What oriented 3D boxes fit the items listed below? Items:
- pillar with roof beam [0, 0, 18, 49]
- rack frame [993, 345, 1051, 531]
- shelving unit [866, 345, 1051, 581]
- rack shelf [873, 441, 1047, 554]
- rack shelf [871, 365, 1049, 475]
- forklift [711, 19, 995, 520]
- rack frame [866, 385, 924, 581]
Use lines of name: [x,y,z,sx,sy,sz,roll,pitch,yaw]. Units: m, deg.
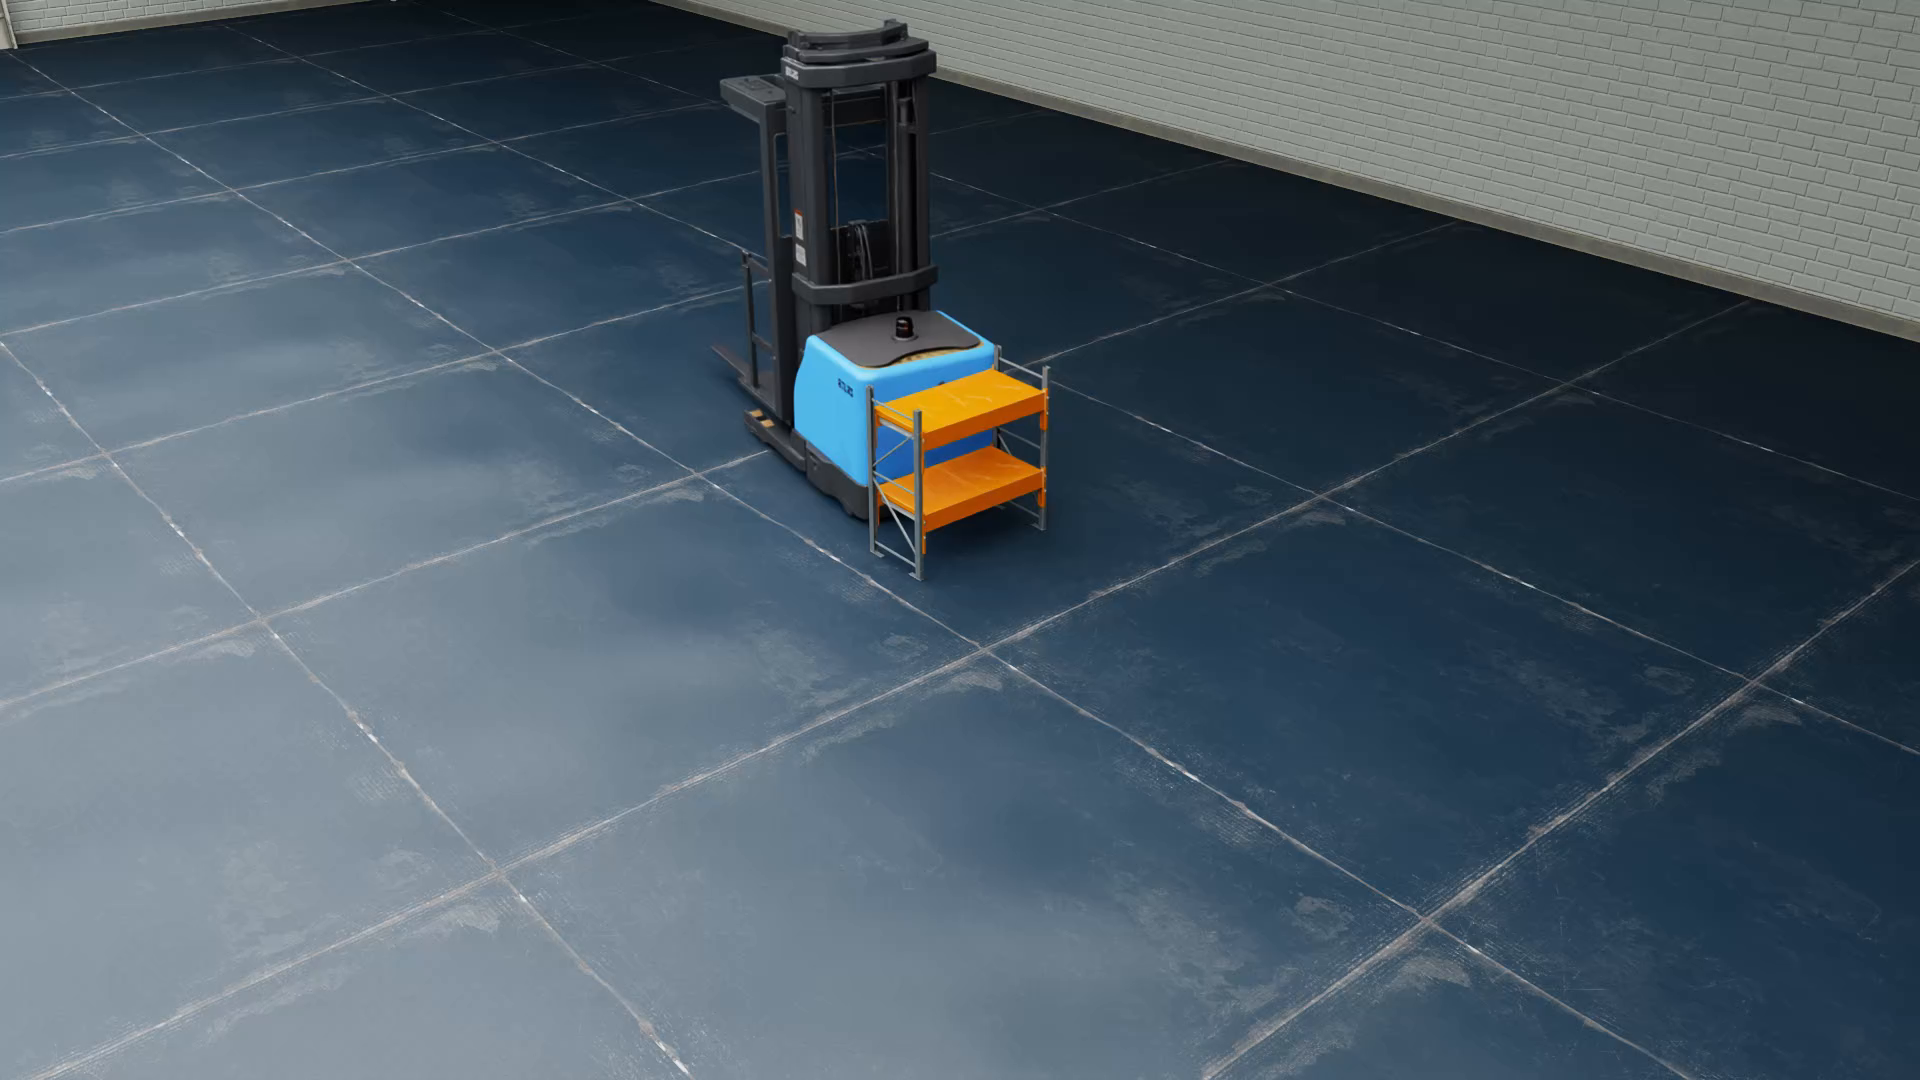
pillar with roof beam: [-10.909,-9.446,18.736,0.400,9.000,9.100,-22,35,-35]
rack frame: [0.386,-0.647,10.625,0.032,1.125,0.500,-22,35,-35]
shelving unit: [-0.004,-0.493,10.337,1.048,1.125,0.538,-22,35,-35]
rack shelf: [-0.004,-0.277,10.452,1.000,0.278,0.538,-22,35,-35]
rack shelf: [-0.004,-0.751,10.199,1.000,0.278,0.538,-22,35,-35]
forklift: [-0.909,-2.082,11.395,1.130,2.935,3.031,-15,32,-26]
rack frame: [-0.393,-0.339,10.049,0.032,1.125,0.500,-22,35,-35]
